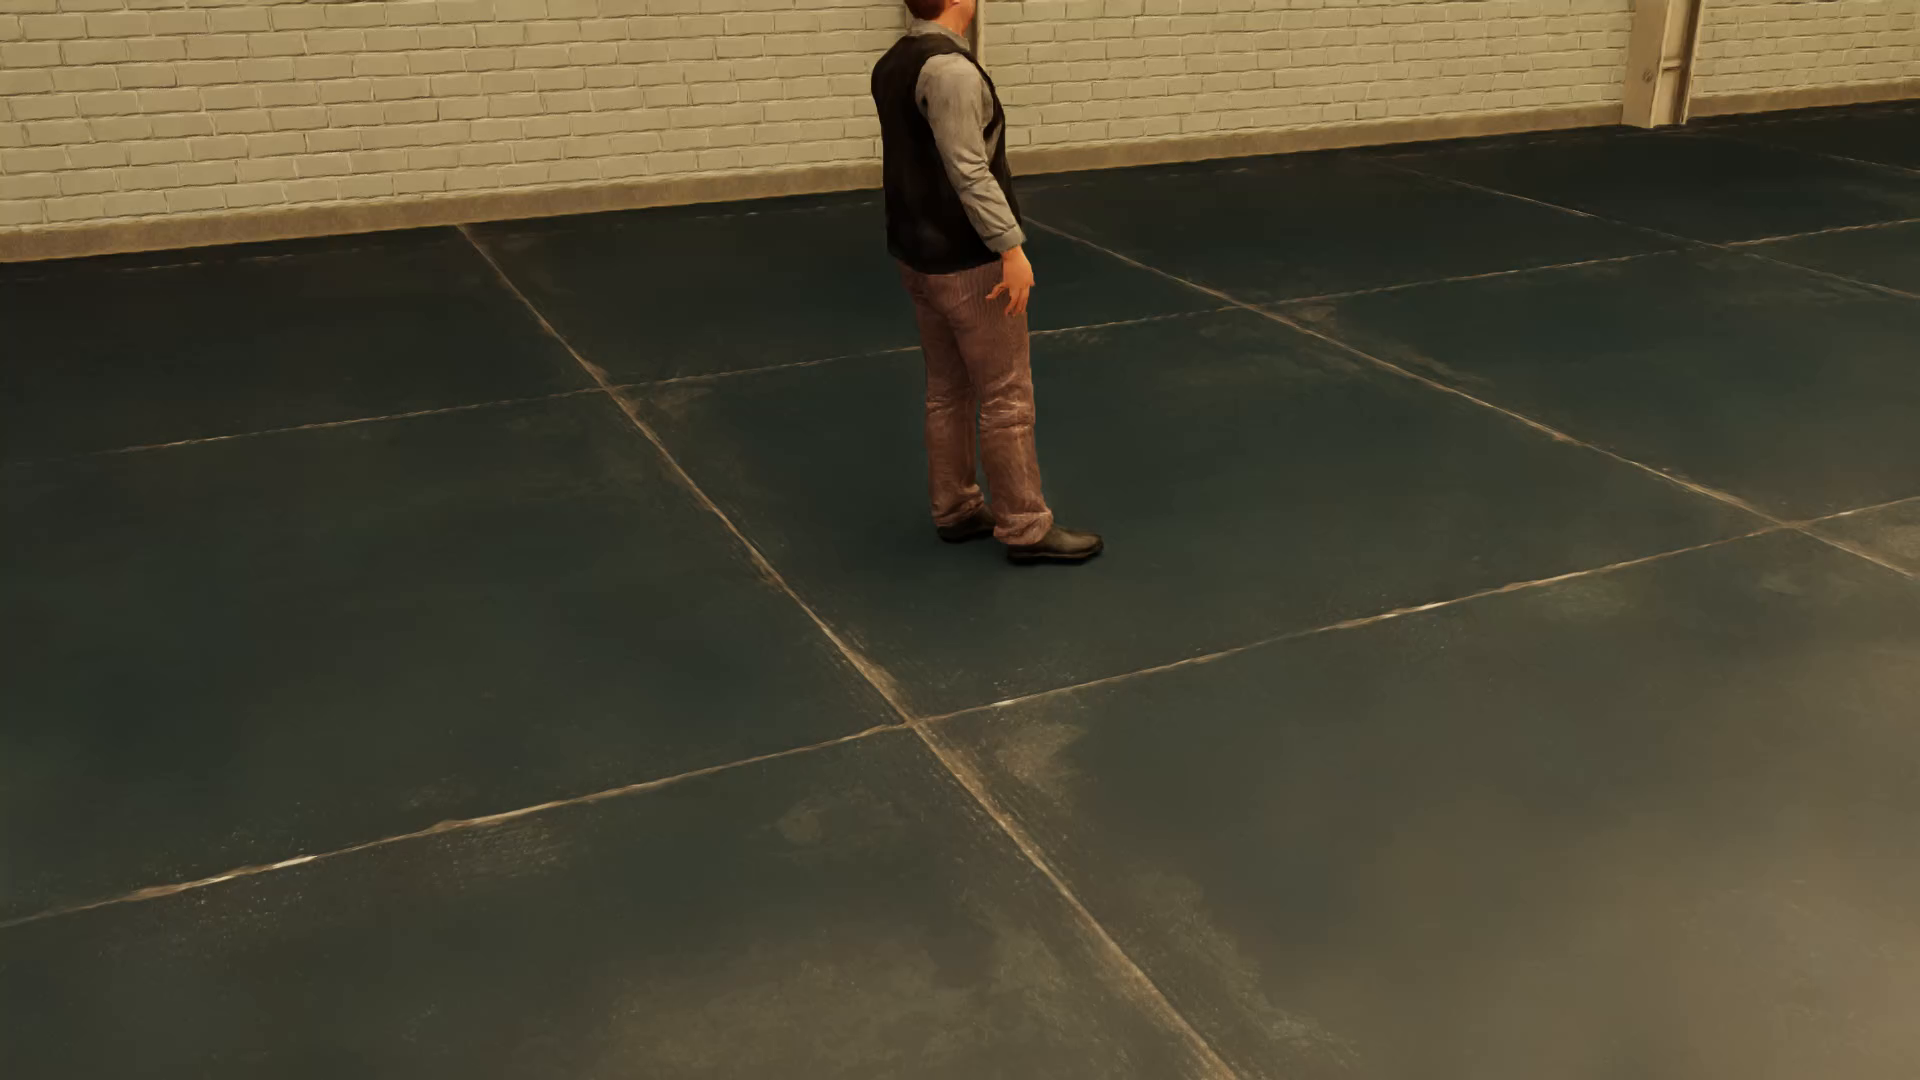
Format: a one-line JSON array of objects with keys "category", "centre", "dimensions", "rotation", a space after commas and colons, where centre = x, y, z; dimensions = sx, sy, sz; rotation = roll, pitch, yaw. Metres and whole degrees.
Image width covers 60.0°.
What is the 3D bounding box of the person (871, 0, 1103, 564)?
[{"category": "person", "centre": [0.060, -0.809, 4.791], "dimensions": [0.567, 1.720, 0.632], "rotation": [-10, 25, -23]}]
